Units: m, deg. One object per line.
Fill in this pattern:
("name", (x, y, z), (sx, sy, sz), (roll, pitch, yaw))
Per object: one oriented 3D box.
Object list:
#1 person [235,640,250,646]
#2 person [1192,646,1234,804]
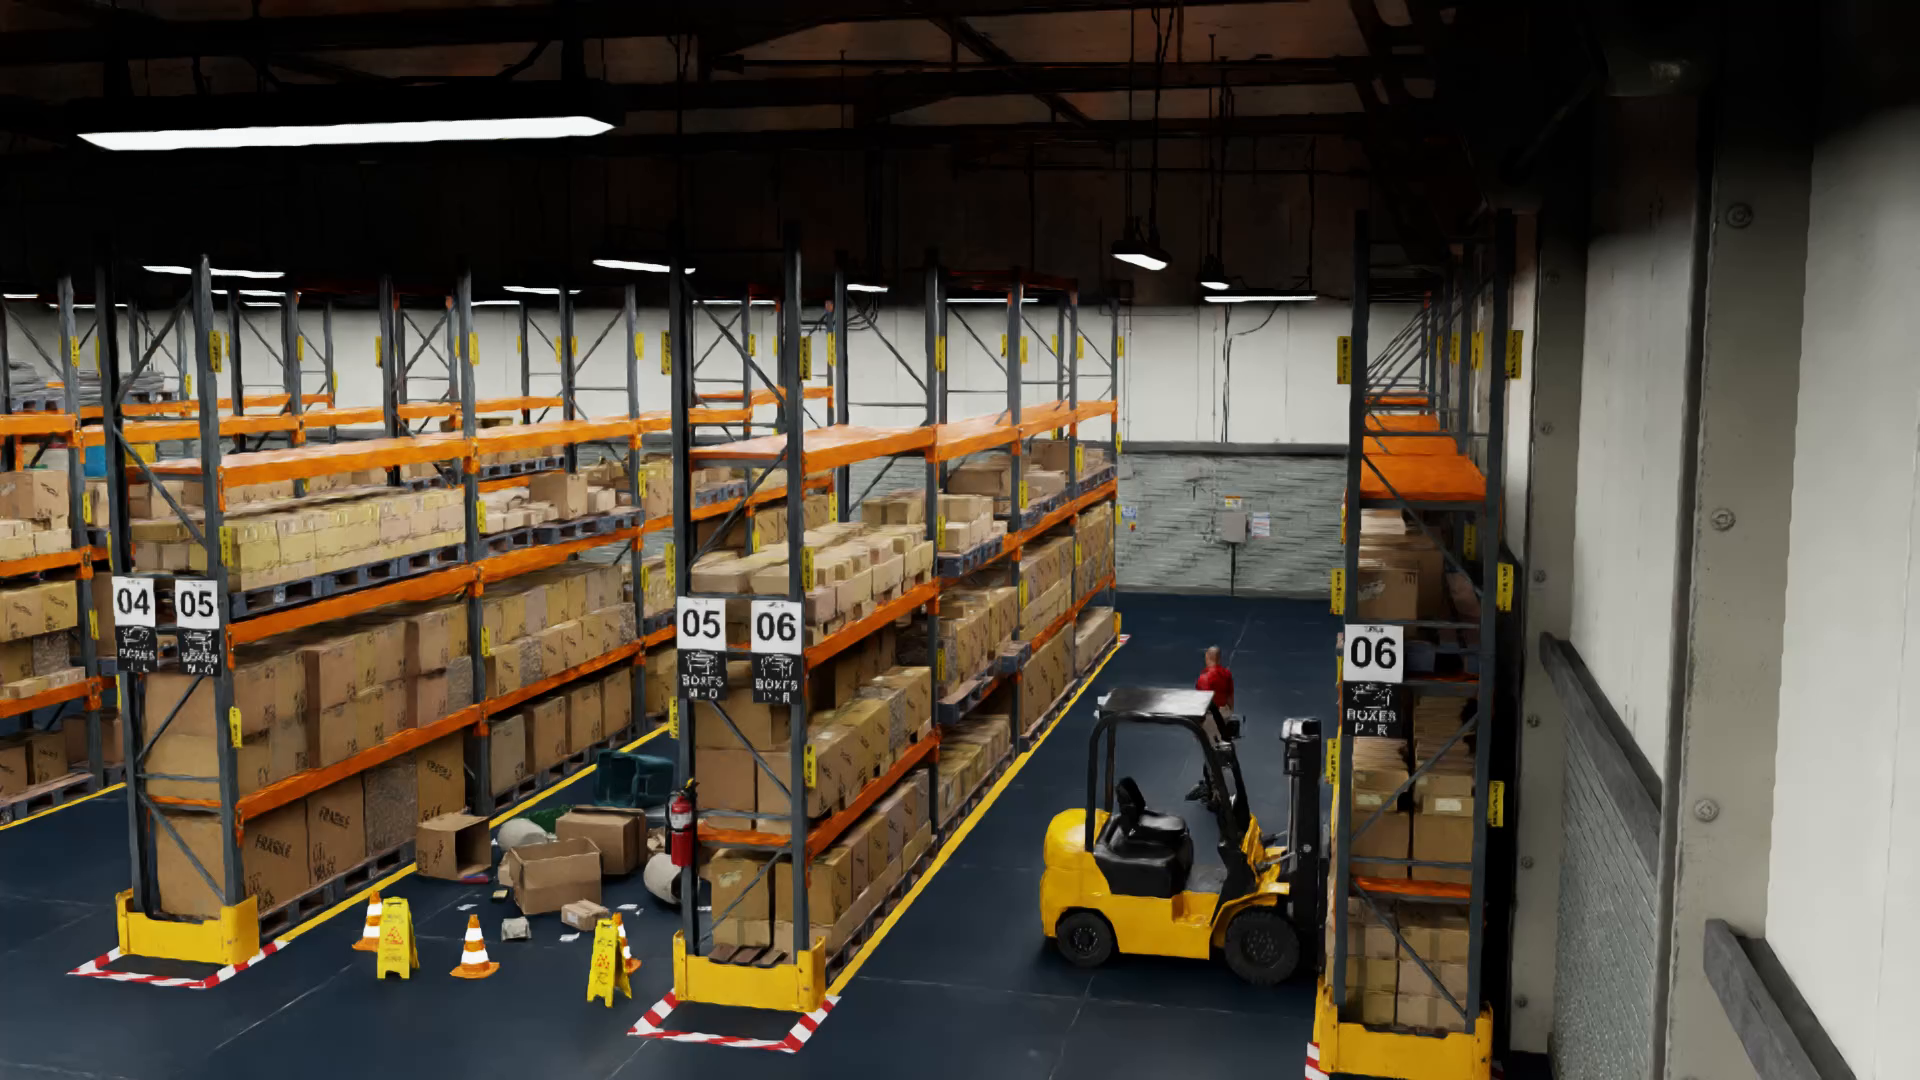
("person", (-8.485, 1.952, 19.805), (0.446, 1.590, 1.109), (2, 7, 16))
("person", (2.803, 2.035, 18.600), (0.591, 1.722, 0.661), (6, 9, 40))
